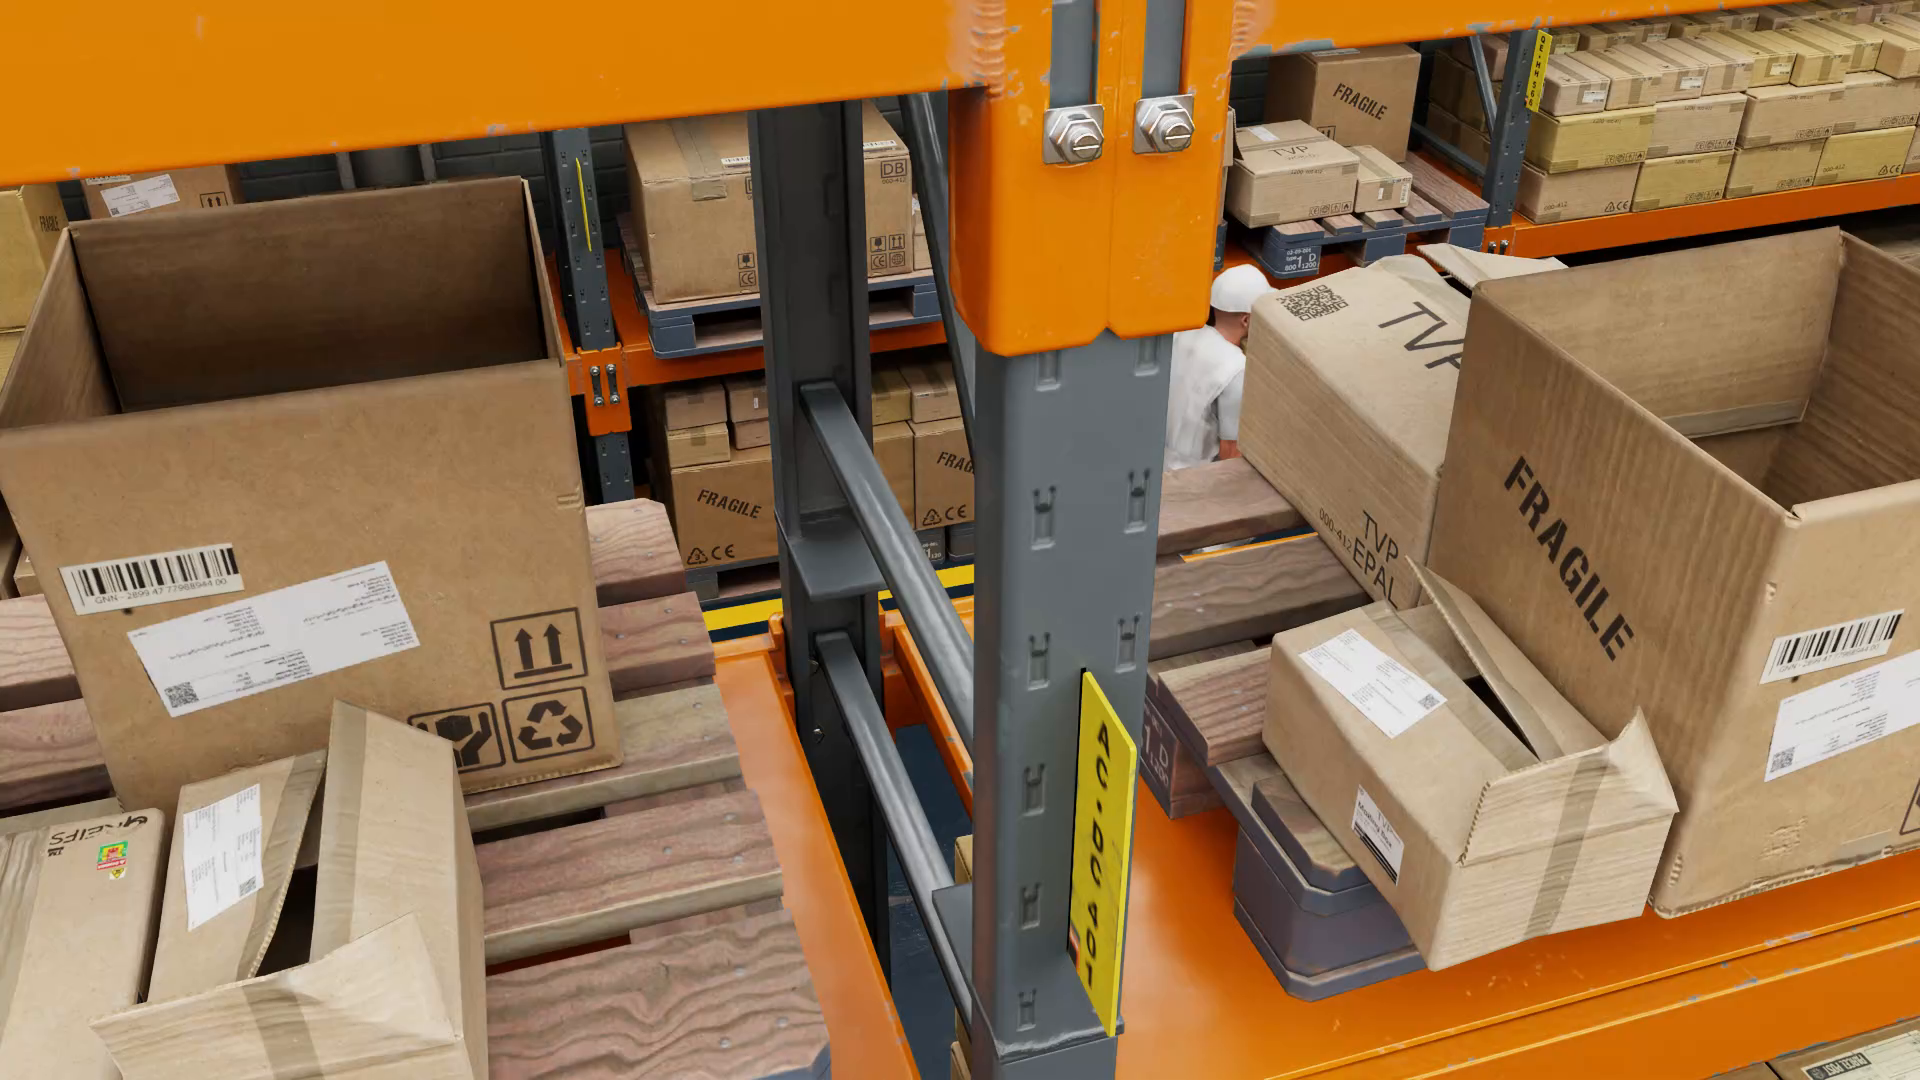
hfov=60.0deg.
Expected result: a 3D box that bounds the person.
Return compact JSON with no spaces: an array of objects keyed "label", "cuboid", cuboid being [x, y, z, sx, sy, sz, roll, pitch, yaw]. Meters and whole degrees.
[{"label":"person","cuboid":[0.972,-0.220,6.459,0.454,1.779,0.609,-11,35,-16]}]
